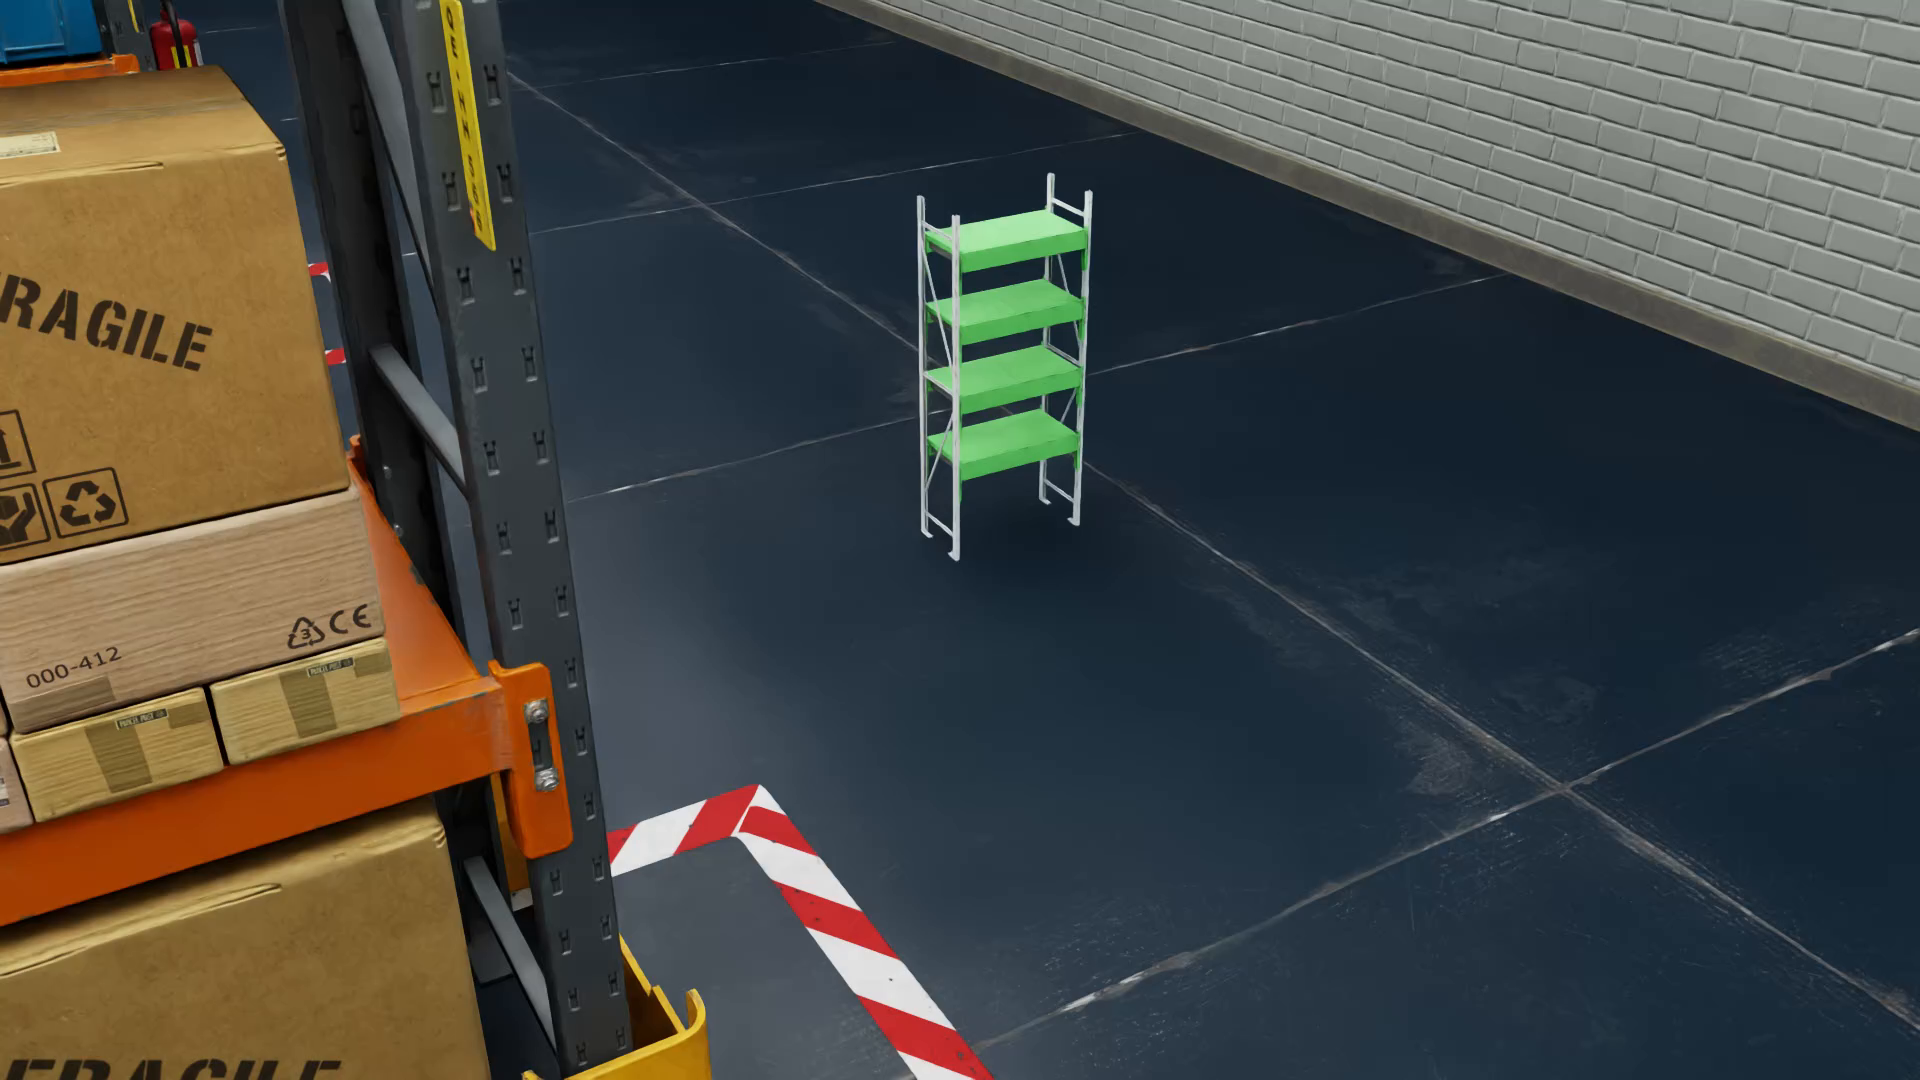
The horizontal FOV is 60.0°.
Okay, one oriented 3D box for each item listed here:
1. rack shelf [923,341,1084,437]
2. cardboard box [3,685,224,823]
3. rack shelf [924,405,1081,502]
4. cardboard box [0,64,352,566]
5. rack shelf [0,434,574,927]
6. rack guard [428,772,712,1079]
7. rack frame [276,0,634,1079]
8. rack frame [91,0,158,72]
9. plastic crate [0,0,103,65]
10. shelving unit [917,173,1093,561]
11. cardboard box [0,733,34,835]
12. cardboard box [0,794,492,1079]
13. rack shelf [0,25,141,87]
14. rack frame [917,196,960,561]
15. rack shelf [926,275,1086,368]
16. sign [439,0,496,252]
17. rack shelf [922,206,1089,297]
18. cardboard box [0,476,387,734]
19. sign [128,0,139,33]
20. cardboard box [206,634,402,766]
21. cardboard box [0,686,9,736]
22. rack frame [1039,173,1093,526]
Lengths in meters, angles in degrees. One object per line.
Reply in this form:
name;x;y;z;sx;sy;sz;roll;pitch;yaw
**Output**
rack shelf;0.143;-0.510;5.564;0.480;0.148;0.258;-16;33;-26
cardboard box;-1.279;0.228;2.492;0.250;0.149;0.380;-15;32;-26
rack shelf;0.143;-0.300;5.680;0.480;0.148;0.258;-16;33;-26
cardboard box;-1.203;-0.335;2.323;0.500;0.500;0.500;-15;32;-26
rack shelf;-2.640;0.634;2.241;4.000;0.370;1.077;-16;33;-26
rack guard;-0.895;0.918;3.569;0.348;0.500;1.175;-16;33;-26
rack frame;-0.916;-0.171;2.955;0.127;3.000;1.000;-16;33;-26
rack frame;-3.425;-2.234;6.693;0.127;3.000;1.000;-16;33;-26
plastic crate;-3.619;-2.116;6.381;0.499;0.435;0.616;-16;33;-26
shelving unit;0.143;-0.566;5.534;0.503;1.200;0.258;-16;33;-26
cardboard box;-1.497;0.289;2.381;0.250;0.149;0.380;-16;33;-26
cardboard box;-1.427;0.766;3.022;0.875;0.875;0.875;-16;33;-26
rack shelf;-5.149;-1.429;5.980;4.000;0.370;1.077;-16;33;-26
rack frame;-0.068;-0.506;5.425;0.015;1.200;0.240;-16;33;-26
rack shelf;0.143;-0.720;5.448;0.480;0.148;0.258;-16;33;-26
sign;-0.653;-0.552;2.202;0.005;0.325;0.100;-16;33;-26
rack shelf;0.143;-0.930;5.332;0.480;0.148;0.258;-16;33;-26
cardboard box;-1.199;-0.006;2.504;0.500;0.250;0.500;-16;33;-27
sign;-3.132;-2.080;6.246;0.005;0.325;0.100;-16;33;-26
cardboard box;-1.056;0.164;2.609;0.250;0.149;0.380;-15;32;-25
cardboard box;-1.637;0.118;2.279;0.500;0.250;0.500;-16;33;-27
rack frame;0.353;-0.626;5.642;0.015;1.200;0.240;-16;33;-26
